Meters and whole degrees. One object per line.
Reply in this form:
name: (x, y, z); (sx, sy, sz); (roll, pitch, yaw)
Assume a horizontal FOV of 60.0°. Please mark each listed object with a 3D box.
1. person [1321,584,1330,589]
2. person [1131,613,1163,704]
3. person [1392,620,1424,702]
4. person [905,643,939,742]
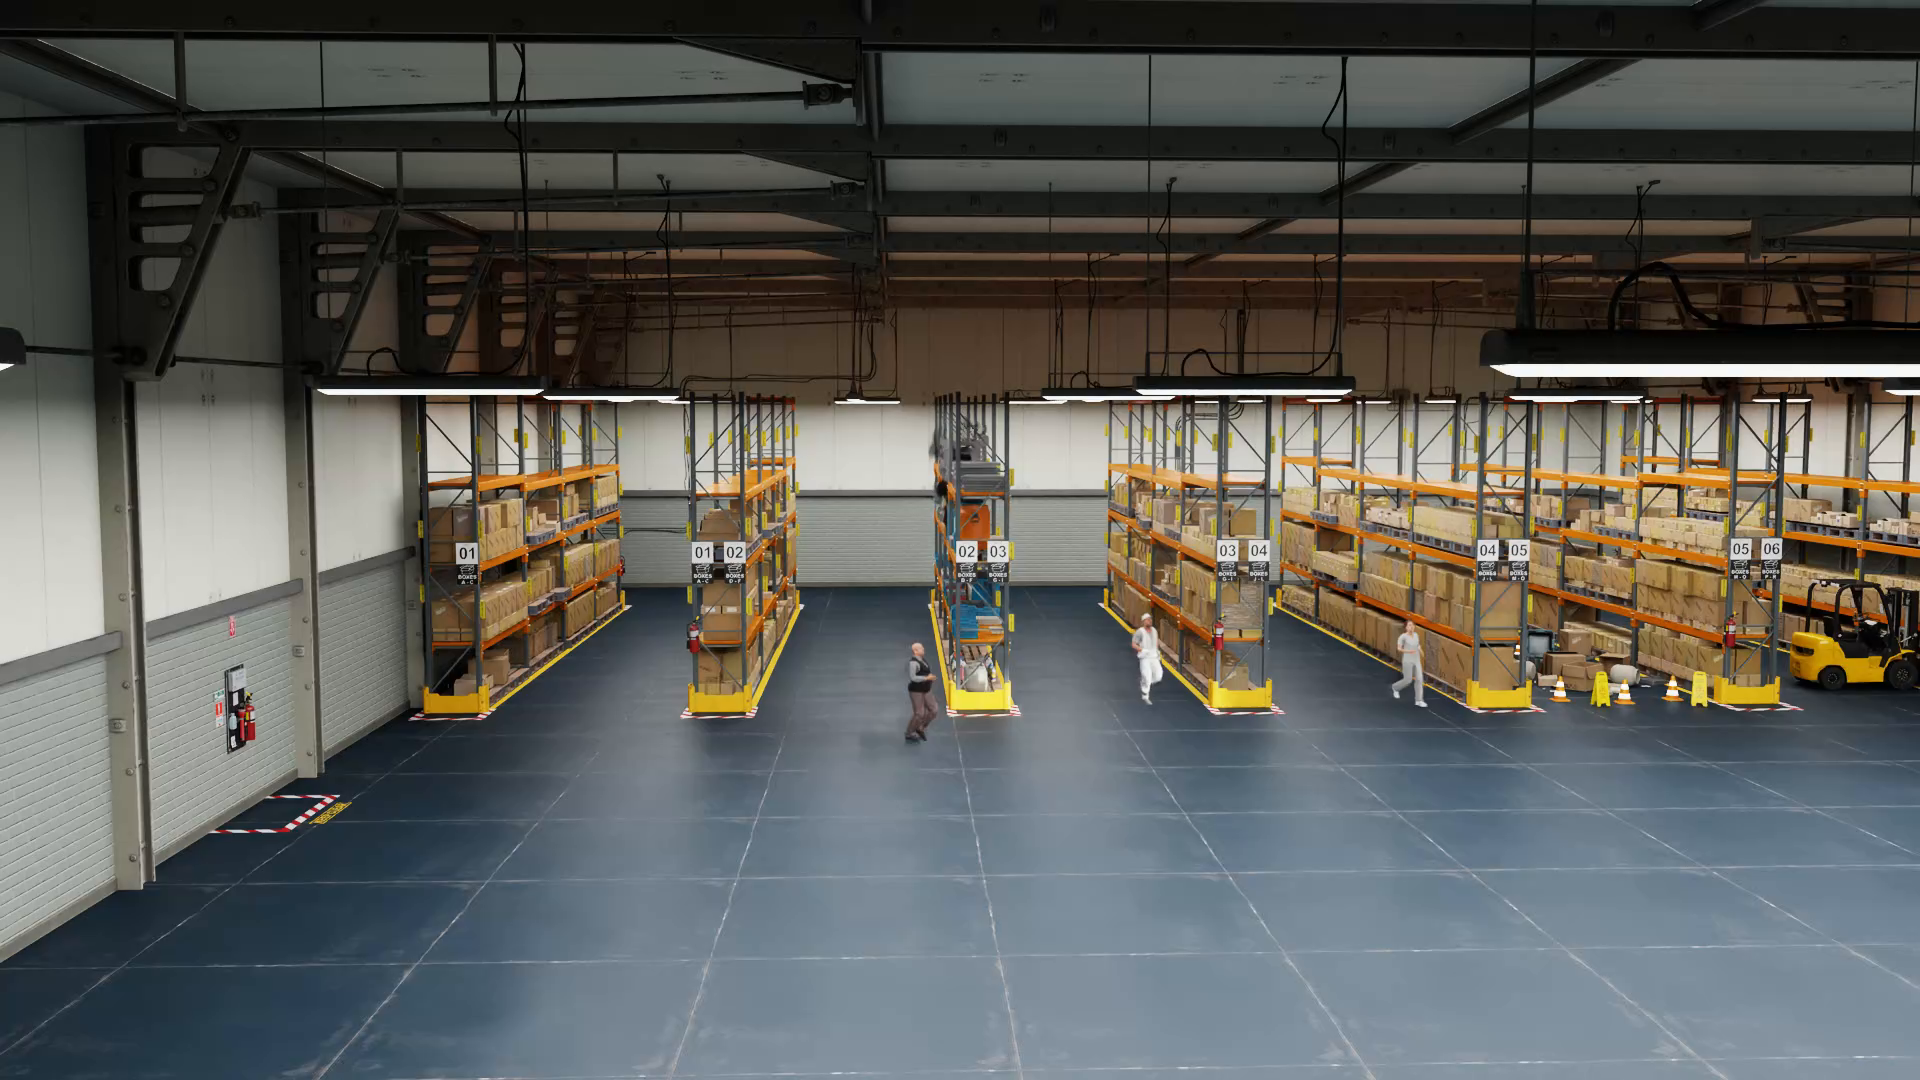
person: (10.940, 0.928, 48.935); (0.816, 1.779, 0.646); (0, 5, 2)
person: (3.621, 2.285, 32.074); (0.701, 1.746, 0.610); (-3, 5, -31)
person: (8.685, 2.311, 31.955); (0.583, 1.548, 0.787); (-1, 5, -15)
person: (-0.635, 2.607, 28.309); (0.651, 1.721, 0.641); (2, 5, 25)
